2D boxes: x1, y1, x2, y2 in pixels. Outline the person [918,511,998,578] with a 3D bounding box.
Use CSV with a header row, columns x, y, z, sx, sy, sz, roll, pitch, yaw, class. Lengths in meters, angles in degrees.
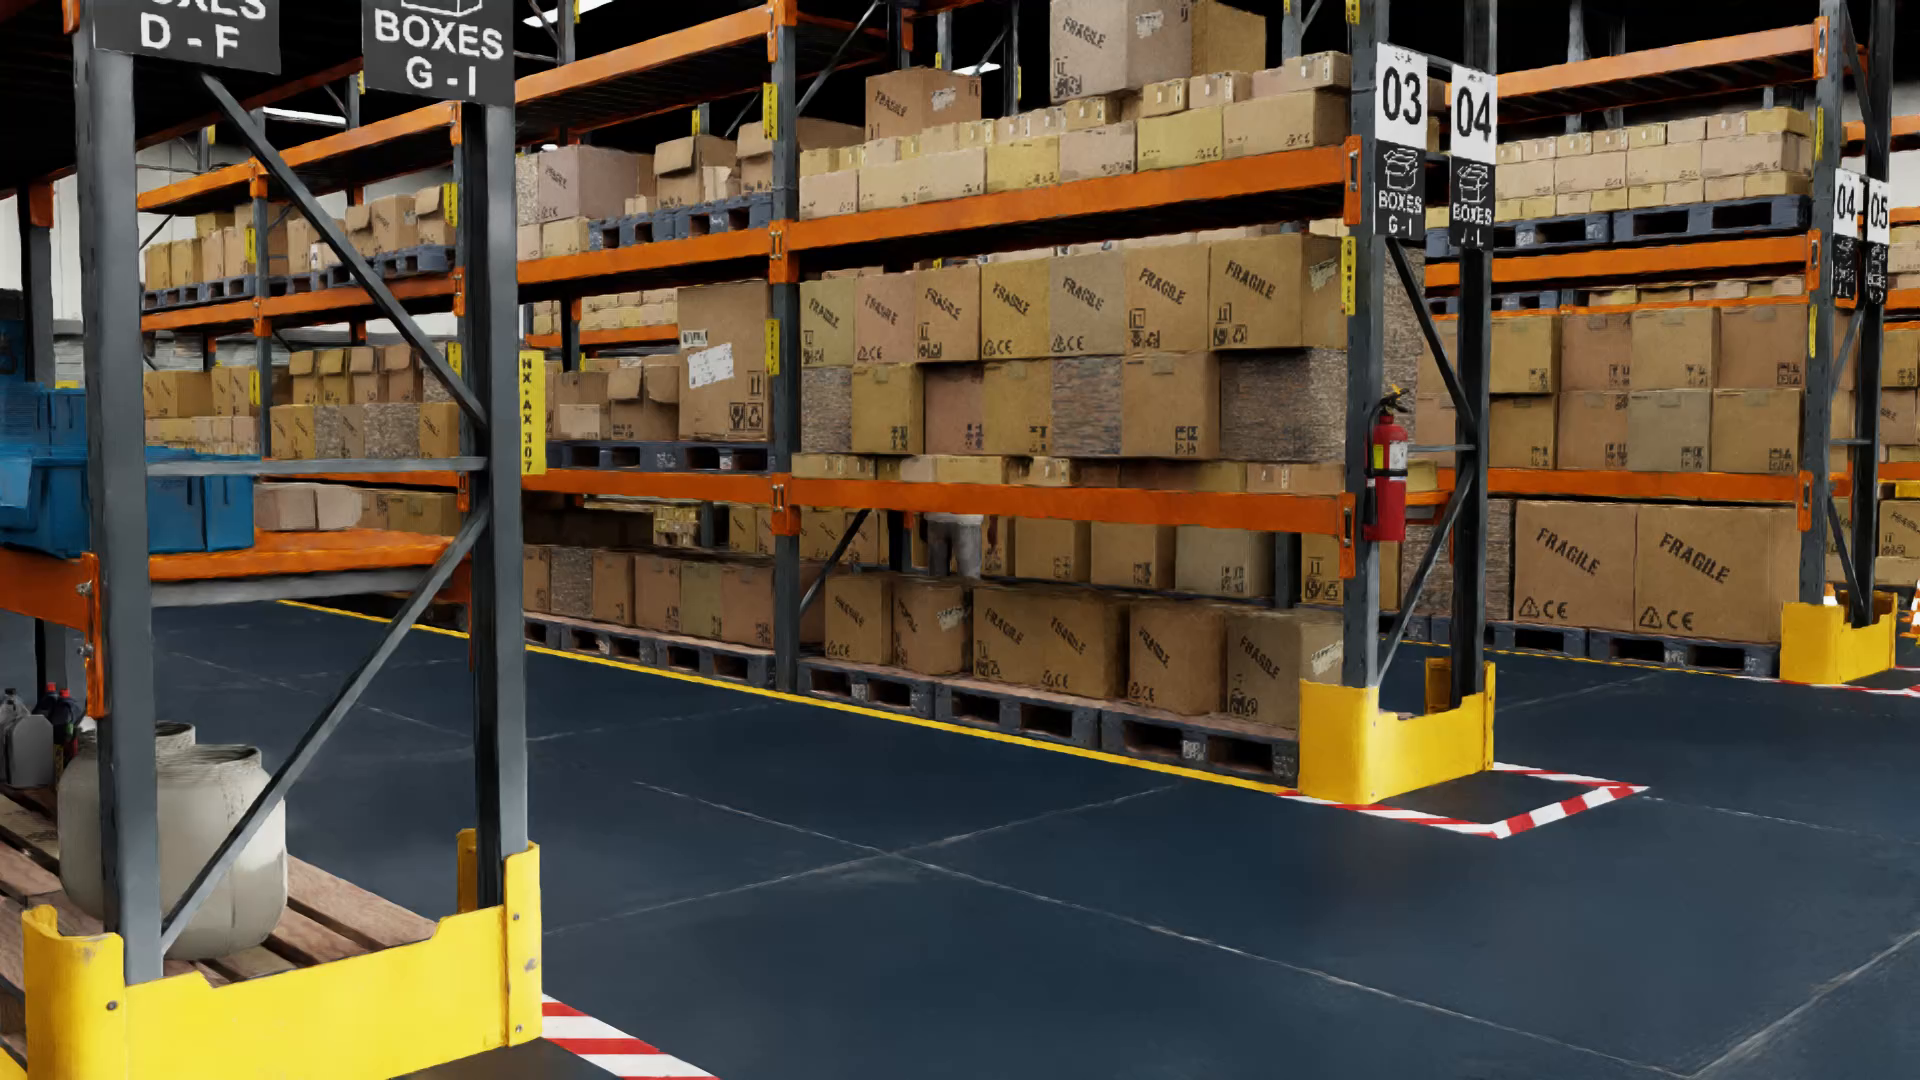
x,y,z,sx,sy,sz,roll,pitch,yaw,class
-0.005,-0.109,11.762,0.622,1.771,0.462,1,4,18,person
